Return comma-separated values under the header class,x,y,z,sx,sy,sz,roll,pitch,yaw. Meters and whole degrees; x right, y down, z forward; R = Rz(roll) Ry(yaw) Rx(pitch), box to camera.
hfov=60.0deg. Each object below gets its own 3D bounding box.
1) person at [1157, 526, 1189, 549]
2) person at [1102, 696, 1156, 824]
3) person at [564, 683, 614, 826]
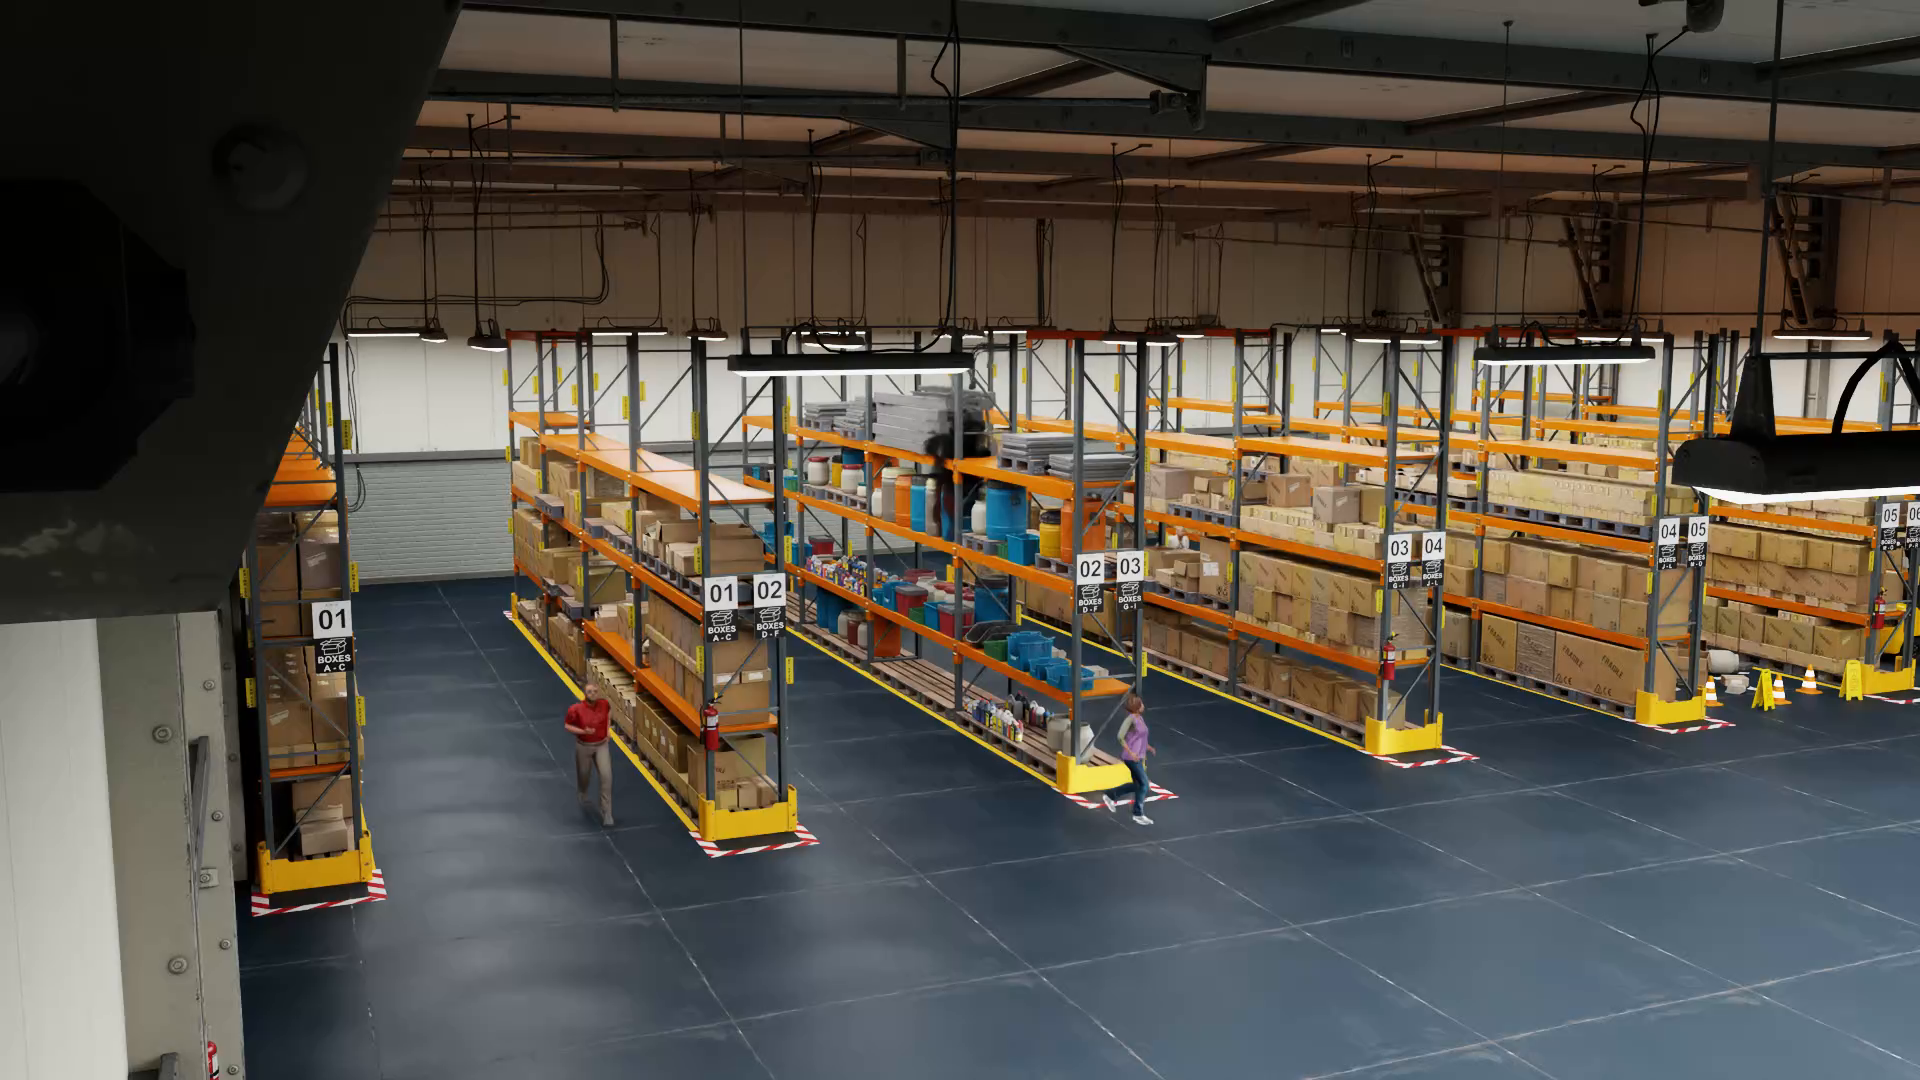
class,x,y,z,sx,sy,sz,roll,pitch,yaw
person,4.744,0.524,36.597,0.695,1.708,0.761,-5,9,-32
person,2.133,2.753,20.868,0.670,1.557,0.584,3,8,19
person,-4.673,2.660,20.958,0.626,1.789,1.009,-3,8,-22
